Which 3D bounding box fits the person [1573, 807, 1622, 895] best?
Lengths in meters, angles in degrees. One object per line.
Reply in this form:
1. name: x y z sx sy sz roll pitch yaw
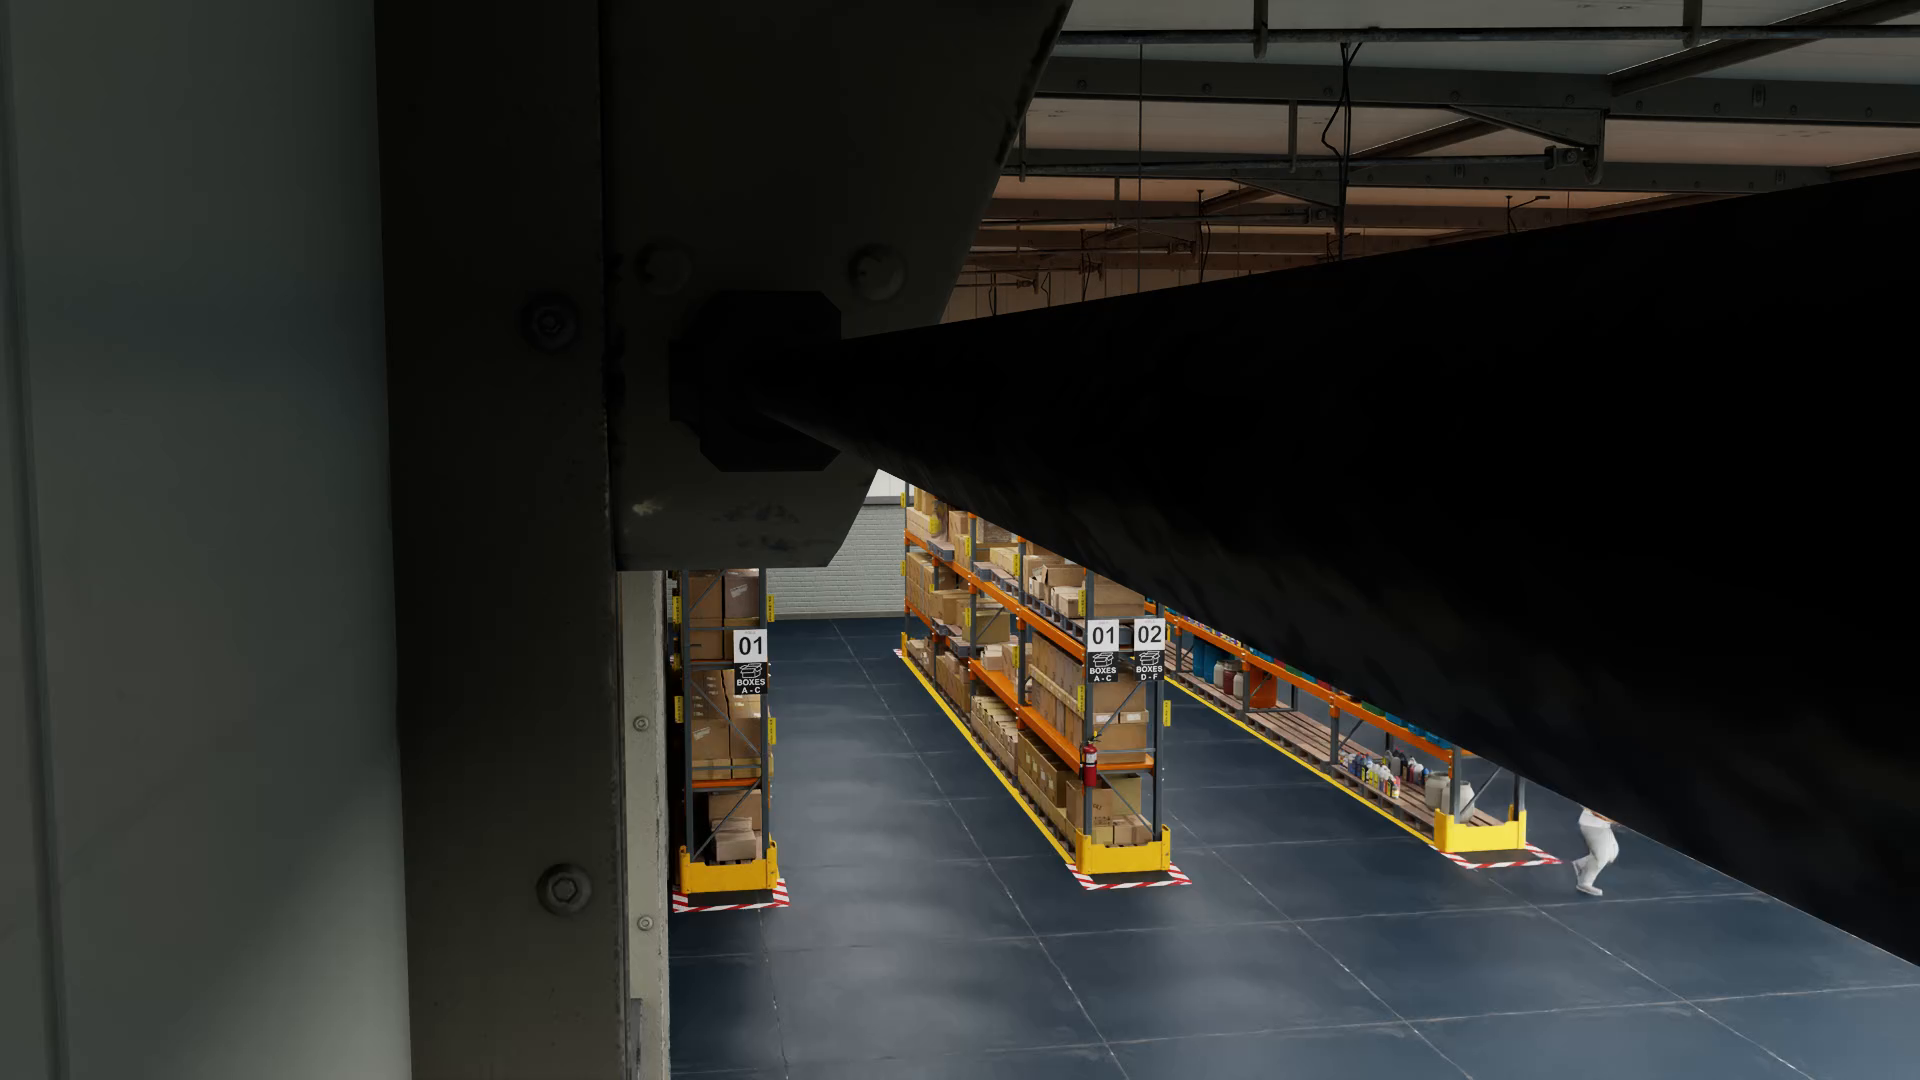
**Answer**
1. person: 7.715 3.450 20.059 0.543 1.629 0.634 3 7 25
